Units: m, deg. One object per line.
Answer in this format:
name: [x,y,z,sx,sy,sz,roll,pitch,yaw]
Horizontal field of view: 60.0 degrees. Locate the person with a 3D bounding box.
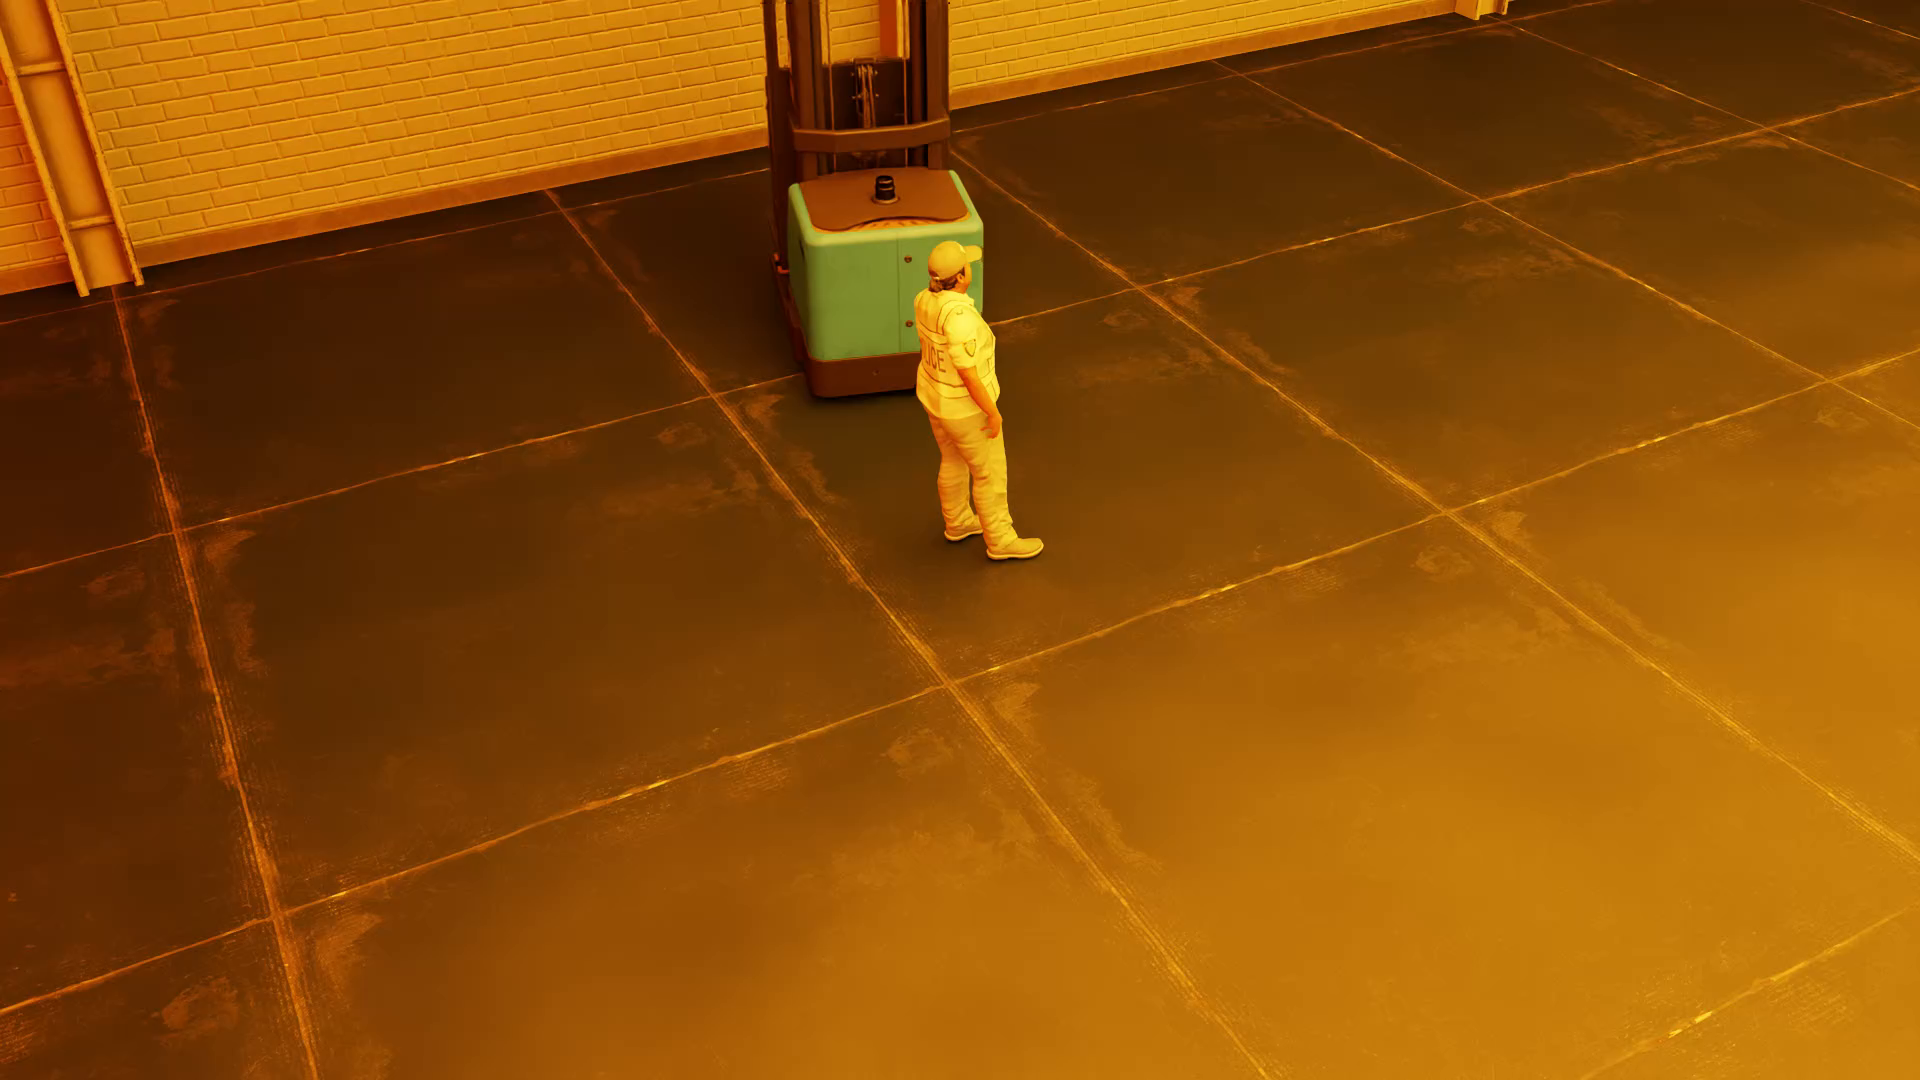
person: [0.078,-0.696,8.190,0.529,1.670,0.599,-17,39,-23]

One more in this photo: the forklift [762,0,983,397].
forklift: [-0.660,-2.877,10.193,1.130,2.935,3.031,-7,36,-10]
